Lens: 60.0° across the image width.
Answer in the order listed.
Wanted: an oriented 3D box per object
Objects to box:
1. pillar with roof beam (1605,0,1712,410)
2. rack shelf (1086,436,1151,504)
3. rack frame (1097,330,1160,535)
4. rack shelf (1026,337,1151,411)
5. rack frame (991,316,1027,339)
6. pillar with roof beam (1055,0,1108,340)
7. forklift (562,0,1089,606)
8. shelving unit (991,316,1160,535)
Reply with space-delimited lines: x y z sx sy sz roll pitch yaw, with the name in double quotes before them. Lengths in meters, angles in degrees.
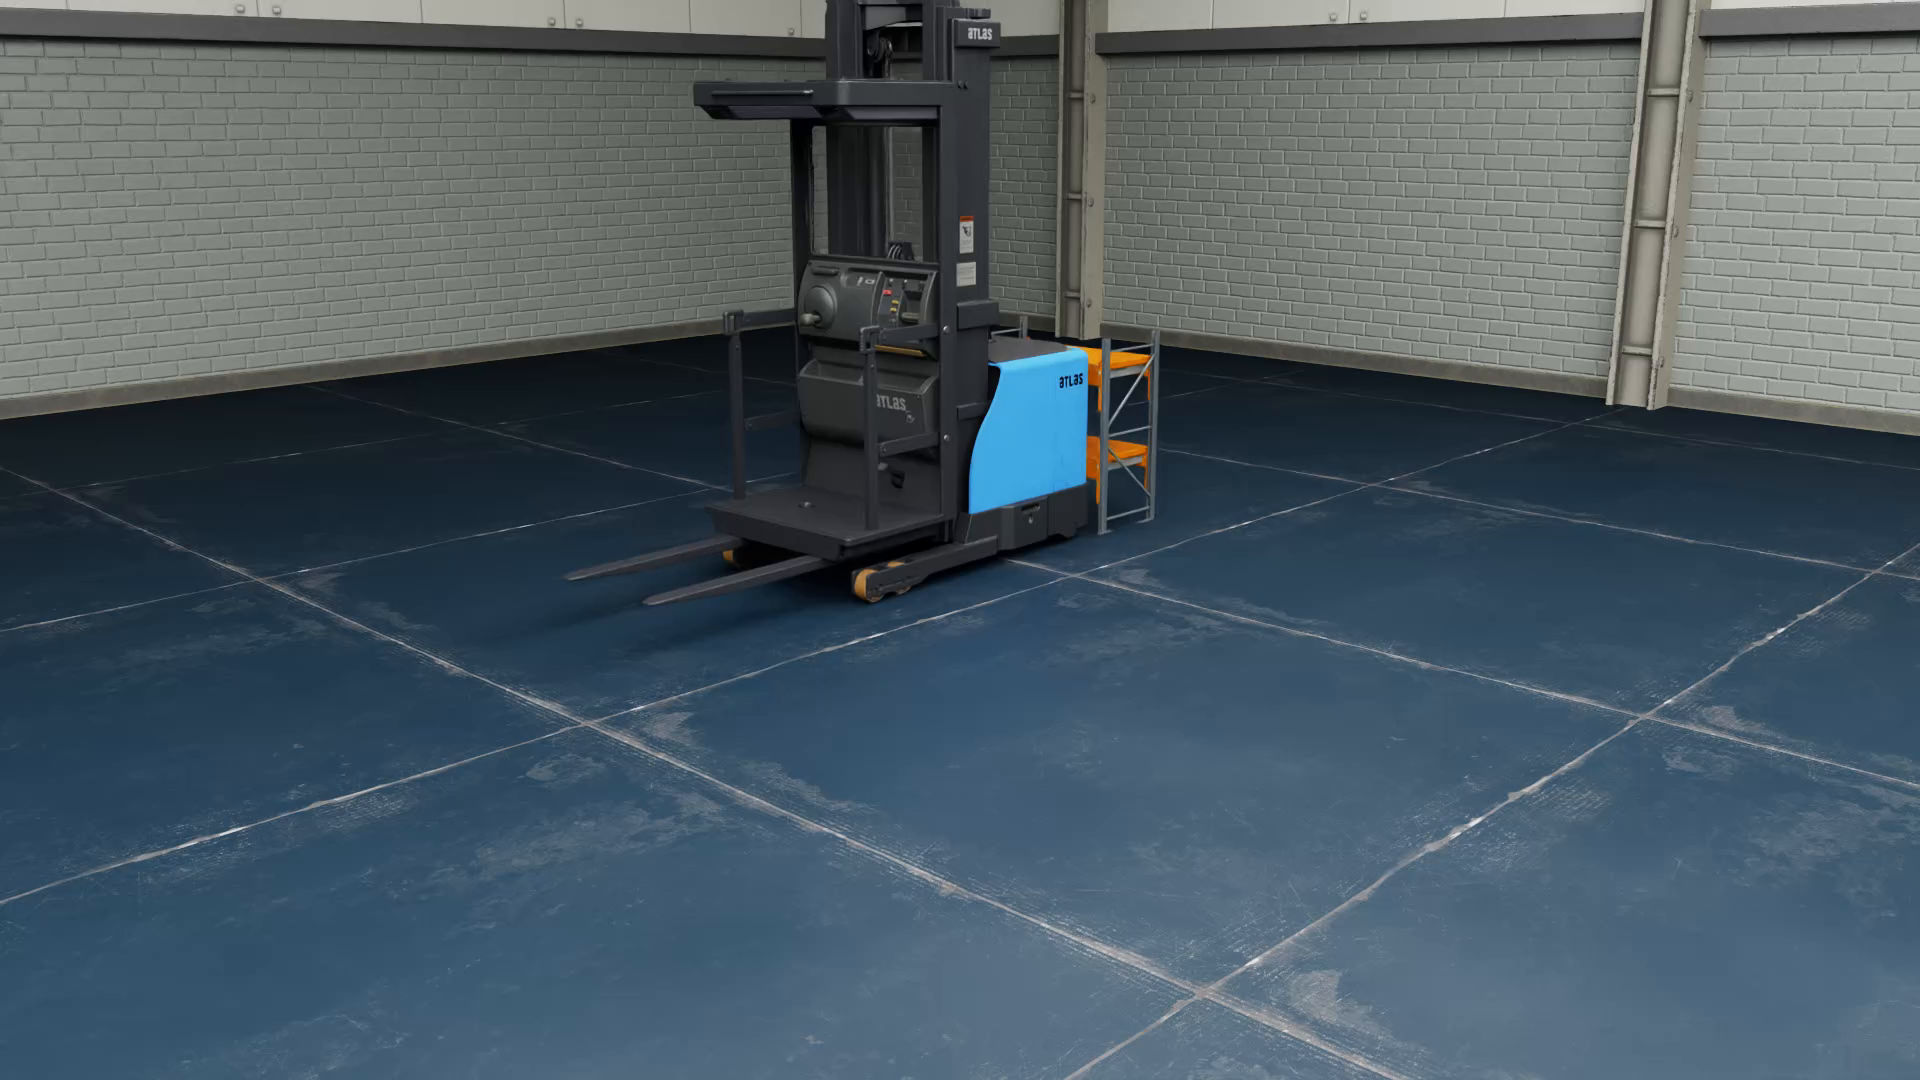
"pillar with roof beam" 2.591 -4.689 9.581 0.400 9.000 9.100 14 20 42
"rack shelf" 0.605 -0.475 9.994 1.000 0.278 0.538 13 20 42
"rack frame" 0.974 -0.624 9.595 0.032 1.125 0.500 13 20 42
"rack shelf" 0.605 -0.995 9.859 1.000 0.278 0.538 13 20 42
"rack frame" 0.235 -0.800 10.270 0.032 1.125 0.500 13 20 42
"pillar with roof beam" -1.728 -5.739 13.611 0.400 9.000 9.100 14 20 42
"forklift" -0.625 -1.253 8.428 1.130 2.935 3.031 13 19 40
"shelving unit" 0.605 -0.712 9.932 1.048 1.125 0.538 13 20 42
